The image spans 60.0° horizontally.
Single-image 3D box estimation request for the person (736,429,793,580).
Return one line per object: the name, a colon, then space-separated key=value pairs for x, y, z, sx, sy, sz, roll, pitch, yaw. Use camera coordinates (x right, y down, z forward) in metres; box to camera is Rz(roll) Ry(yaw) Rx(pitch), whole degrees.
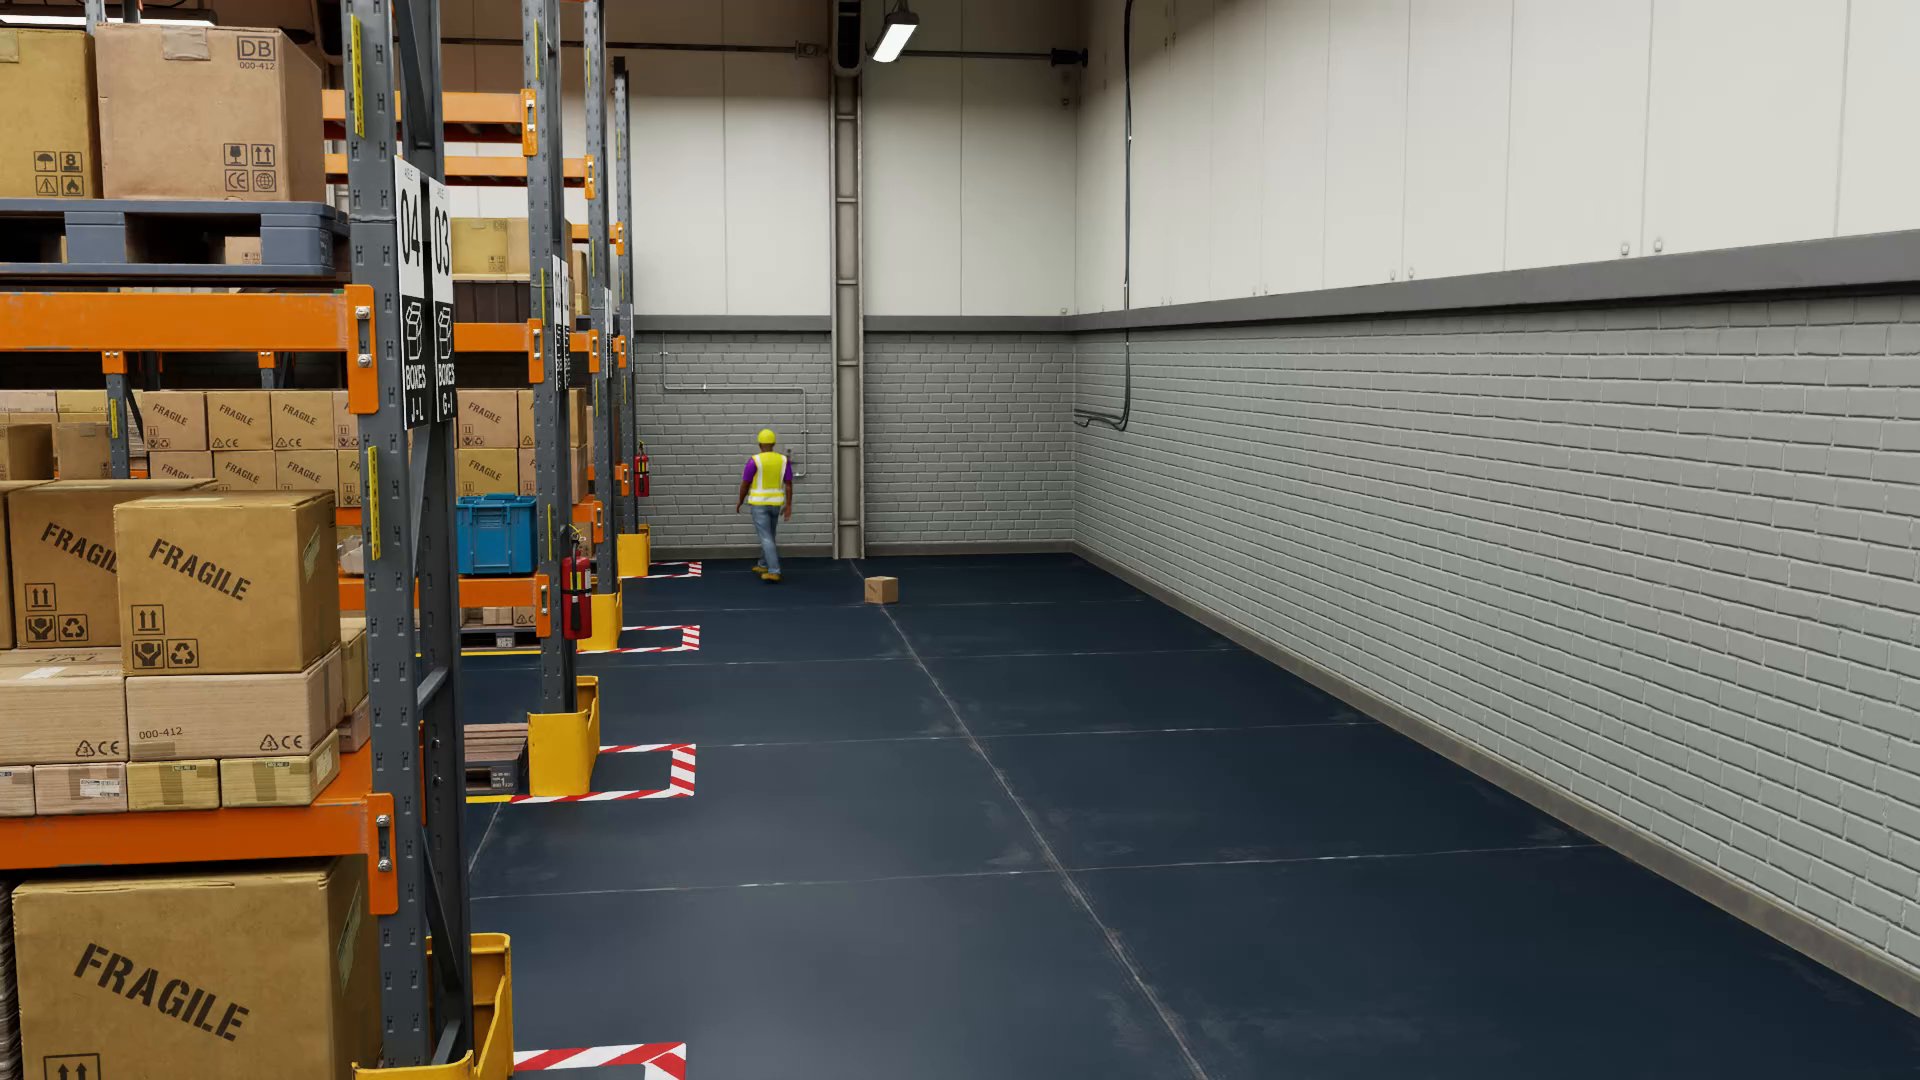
person: x=-2.302 y=-0.434 z=19.292 sx=0.571 sy=1.716 sz=0.973 roll=-4 pitch=8 yaw=-34
